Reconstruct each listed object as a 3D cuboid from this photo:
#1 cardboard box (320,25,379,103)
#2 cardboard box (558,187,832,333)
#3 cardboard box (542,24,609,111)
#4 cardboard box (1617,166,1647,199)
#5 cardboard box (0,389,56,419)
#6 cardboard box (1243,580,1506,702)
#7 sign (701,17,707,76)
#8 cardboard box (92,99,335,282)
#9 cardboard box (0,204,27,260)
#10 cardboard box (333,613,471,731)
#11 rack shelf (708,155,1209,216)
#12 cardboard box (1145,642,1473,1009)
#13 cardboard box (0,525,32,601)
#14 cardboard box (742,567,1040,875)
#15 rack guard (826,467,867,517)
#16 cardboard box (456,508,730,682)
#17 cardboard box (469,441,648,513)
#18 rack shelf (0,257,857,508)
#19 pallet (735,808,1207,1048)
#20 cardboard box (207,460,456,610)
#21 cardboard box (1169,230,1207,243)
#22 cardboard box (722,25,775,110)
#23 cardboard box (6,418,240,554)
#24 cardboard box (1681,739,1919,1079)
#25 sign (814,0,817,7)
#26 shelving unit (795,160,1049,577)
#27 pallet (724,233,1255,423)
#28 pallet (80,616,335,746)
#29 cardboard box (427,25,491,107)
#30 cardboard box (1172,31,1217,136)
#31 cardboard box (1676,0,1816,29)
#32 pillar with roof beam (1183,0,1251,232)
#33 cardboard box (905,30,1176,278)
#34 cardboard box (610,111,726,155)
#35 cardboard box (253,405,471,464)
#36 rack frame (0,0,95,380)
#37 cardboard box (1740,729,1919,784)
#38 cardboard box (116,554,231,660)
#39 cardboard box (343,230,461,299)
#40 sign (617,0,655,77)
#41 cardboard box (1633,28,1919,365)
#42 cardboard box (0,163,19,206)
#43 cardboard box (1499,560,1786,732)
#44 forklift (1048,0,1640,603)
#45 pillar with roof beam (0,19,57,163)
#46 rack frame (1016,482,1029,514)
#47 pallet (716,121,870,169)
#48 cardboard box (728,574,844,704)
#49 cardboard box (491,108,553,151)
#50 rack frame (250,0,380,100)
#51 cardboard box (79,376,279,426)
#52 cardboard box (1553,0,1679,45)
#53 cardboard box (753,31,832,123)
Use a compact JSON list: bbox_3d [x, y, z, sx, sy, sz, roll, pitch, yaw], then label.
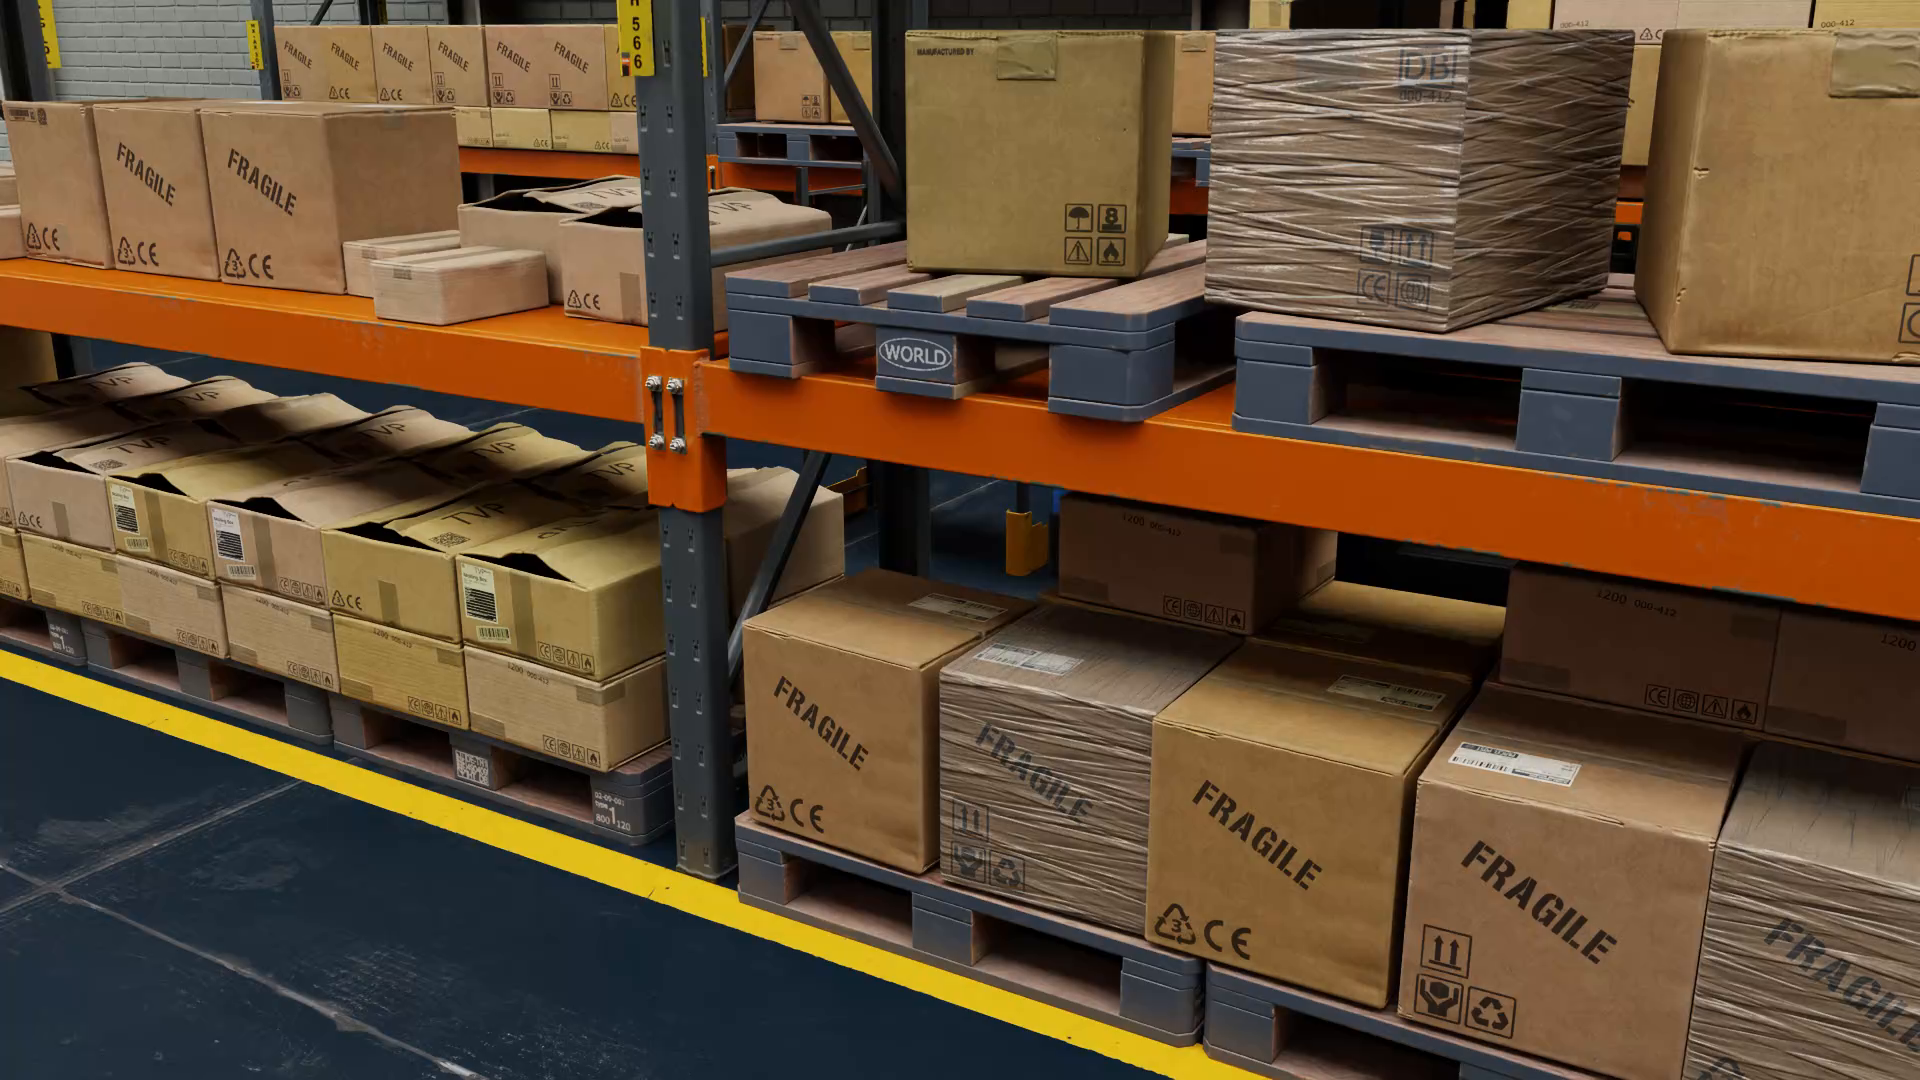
[{"bbox_3d":[-3.956,-3.237,11.312,0.500,0.500,0.500,10,20,30],"label":"cardboard box"},{"bbox_3d":[-0.681,-0.745,4.325,0.500,0.311,0.500,12,20,33],"label":"cardboard box"},{"bbox_3d":[-2.206,-2.924,10.278,0.500,0.500,0.500,10,20,30],"label":"cardboard box"},{"bbox_3d":[3.026,-1.621,7.455,0.250,0.149,0.380,10,20,30],"label":"cardboard box"},{"bbox_3d":[-3.580,-0.359,5.945,0.500,0.311,0.500,10,20,30],"label":"cardboard box"},{"bbox_3d":[0.967,0.427,3.858,0.500,0.500,0.500,9,19,28],"label":"cardboard box"},{"bbox_3d":[-1.490,-2.836,9.566,0.005,0.325,0.100,10,20,30],"label":"sign"},{"bbox_3d":[-2.281,-1.100,5.171,0.500,0.500,0.500,10,20,30],"label":"cardboard box"},{"bbox_3d":[-3.154,-1.024,5.524,0.250,0.149,0.380,10,20,30],"label":"cardboard box"},{"bbox_3d":[-1.411,0.296,4.753,0.500,0.250,0.500,10,19,29],"label":"cardboard box"},{"bbox_3d":[0.491,-1.909,9.242,4.000,0.370,1.077,10,20,30],"label":"rack shelf"},{"bbox_3d":[0.719,0.560,3.420,0.500,0.500,0.500,10,19,29],"label":"cardboard box"},{"bbox_3d":[-3.153,-0.014,5.775,0.500,0.250,0.500,11,20,31],"label":"cardboard box"},{"bbox_3d":[-0.155,0.404,3.933,0.500,0.500,0.500,11,20,32],"label":"cardboard box"},{"bbox_3d":[-0.489,-0.207,7.132,0.087,0.250,0.587,10,20,30],"label":"rack guard"},{"bbox_3d":[-0.969,0.106,4.413,0.500,0.311,0.500,11,20,31],"label":"cardboard box"},{"bbox_3d":[-1.138,-0.105,5.110,0.500,0.311,0.500,10,19,29],"label":"cardboard box"},{"bbox_3d":[-2.098,-0.681,5.201,4.000,0.370,1.077,10,20,30],"label":"rack shelf"},{"bbox_3d":[0.223,0.736,4.095,1.213,0.211,1.003,10,20,30],"label":"pallet"},{"bbox_3d":[-1.844,-0.048,4.923,0.500,0.311,0.500,10,20,30],"label":"cardboard box"},{"bbox_3d":[1.102,-1.521,8.980,0.500,0.250,0.500,11,20,31],"label":"cardboard box"},{"bbox_3d":[-1.504,-2.977,10.454,0.500,0.500,0.500,10,19,29],"label":"cardboard box"},{"bbox_3d":[-2.715,-0.203,5.432,0.500,0.311,0.500,9,19,28],"label":"cardboard box"},{"bbox_3d":[1.600,0.715,2.910,0.500,0.500,0.500,10,20,31],"label":"cardboard box"},{"bbox_3d":[-0.925,-3.249,10.425,0.005,0.325,0.100,10,20,30],"label":"sign"},{"bbox_3d":[-0.065,-0.729,6.701,1.083,1.500,0.587,10,20,30],"label":"shelving unit"},{"bbox_3d":[0.221,-0.544,3.840,1.003,0.211,1.213,10,20,30],"label":"pallet"},{"bbox_3d":[-2.110,0.292,5.556,1.213,0.211,1.003,10,20,30],"label":"pallet"},{"bbox_3d":[-3.073,-3.082,10.799,0.500,0.500,0.500,11,20,32],"label":"cardboard box"},{"bbox_3d":[1.300,-2.354,8.542,0.500,0.500,0.700,8,19,25],"label":"cardboard box"},{"bbox_3d":[3.334,-2.218,7.013,0.500,0.250,0.500,10,20,30],"label":"cardboard box"},{"bbox_3d":[-0.712,-4.165,5.110,0.400,9.000,9.100,10,20,30],"label":"pillar with roof beam"},{"bbox_3d":[0.202,-0.902,3.796,0.500,0.500,0.700,4,17,12],"label":"cardboard box"},{"bbox_3d":[-1.775,-2.492,10.147,0.500,0.250,0.500,10,20,30],"label":"cardboard box"},{"bbox_3d":[-2.010,-0.261,5.624,0.500,0.311,0.500,10,19,29],"label":"cardboard box"},{"bbox_3d":[-3.802,-1.330,6.098,0.127,3.000,1.000,10,20,30],"label":"rack frame"},{"bbox_3d":[1.848,0.583,3.346,0.500,0.500,0.500,10,20,31],"label":"cardboard box"},{"bbox_3d":[-2.277,0.142,5.263,0.500,0.250,0.500,11,20,31],"label":"cardboard box"},{"bbox_3d":[-1.510,-0.781,4.724,0.250,0.149,0.380,12,21,34],"label":"cardboard box"},{"bbox_3d":[-0.681,-1.137,3.472,0.005,0.325,0.100,10,20,30],"label":"sign"},{"bbox_3d":[1.477,-0.615,2.851,0.500,0.500,0.700,5,18,16],"label":"cardboard box"},{"bbox_3d":[-3.360,-1.194,5.909,0.500,0.250,0.500,12,20,33],"label":"cardboard box"},{"bbox_3d":[1.450,0.152,3.475,0.500,0.250,0.500,10,19,29],"label":"cardboard box"},{"bbox_3d":[1.877,-1.130,5.559,3.031,2.935,1.130,9,19,27],"label":"forklift"},{"bbox_3d":[-10.938,-5.990,11.119,0.400,9.000,9.100,10,20,30],"label":"pillar with roof beam"},{"bbox_3d":[0.360,-0.653,6.451,0.032,1.500,0.500,10,20,30],"label":"rack frame"},{"bbox_3d":[-0.638,-2.313,9.665,1.213,0.211,1.003,10,20,30],"label":"pallet"},{"bbox_3d":[-0.686,0.241,4.935,0.500,0.250,0.500,10,20,30],"label":"cardboard box"},{"bbox_3d":[-2.632,-2.642,10.643,0.500,0.250,0.500,10,20,30],"label":"cardboard box"},{"bbox_3d":[-4.621,-3.166,12.142,0.127,3.000,1.000,10,20,30],"label":"rack frame"},{"bbox_3d":[-2.860,-0.415,6.130,0.500,0.311,0.500,11,20,32],"label":"cardboard box"},{"bbox_3d":[2.906,-2.293,7.260,0.500,0.250,0.500,10,19,29],"label":"cardboard box"},{"bbox_3d":[-0.797,-2.730,9.777,0.500,0.500,0.700,10,20,30],"label":"cardboard box"}]
